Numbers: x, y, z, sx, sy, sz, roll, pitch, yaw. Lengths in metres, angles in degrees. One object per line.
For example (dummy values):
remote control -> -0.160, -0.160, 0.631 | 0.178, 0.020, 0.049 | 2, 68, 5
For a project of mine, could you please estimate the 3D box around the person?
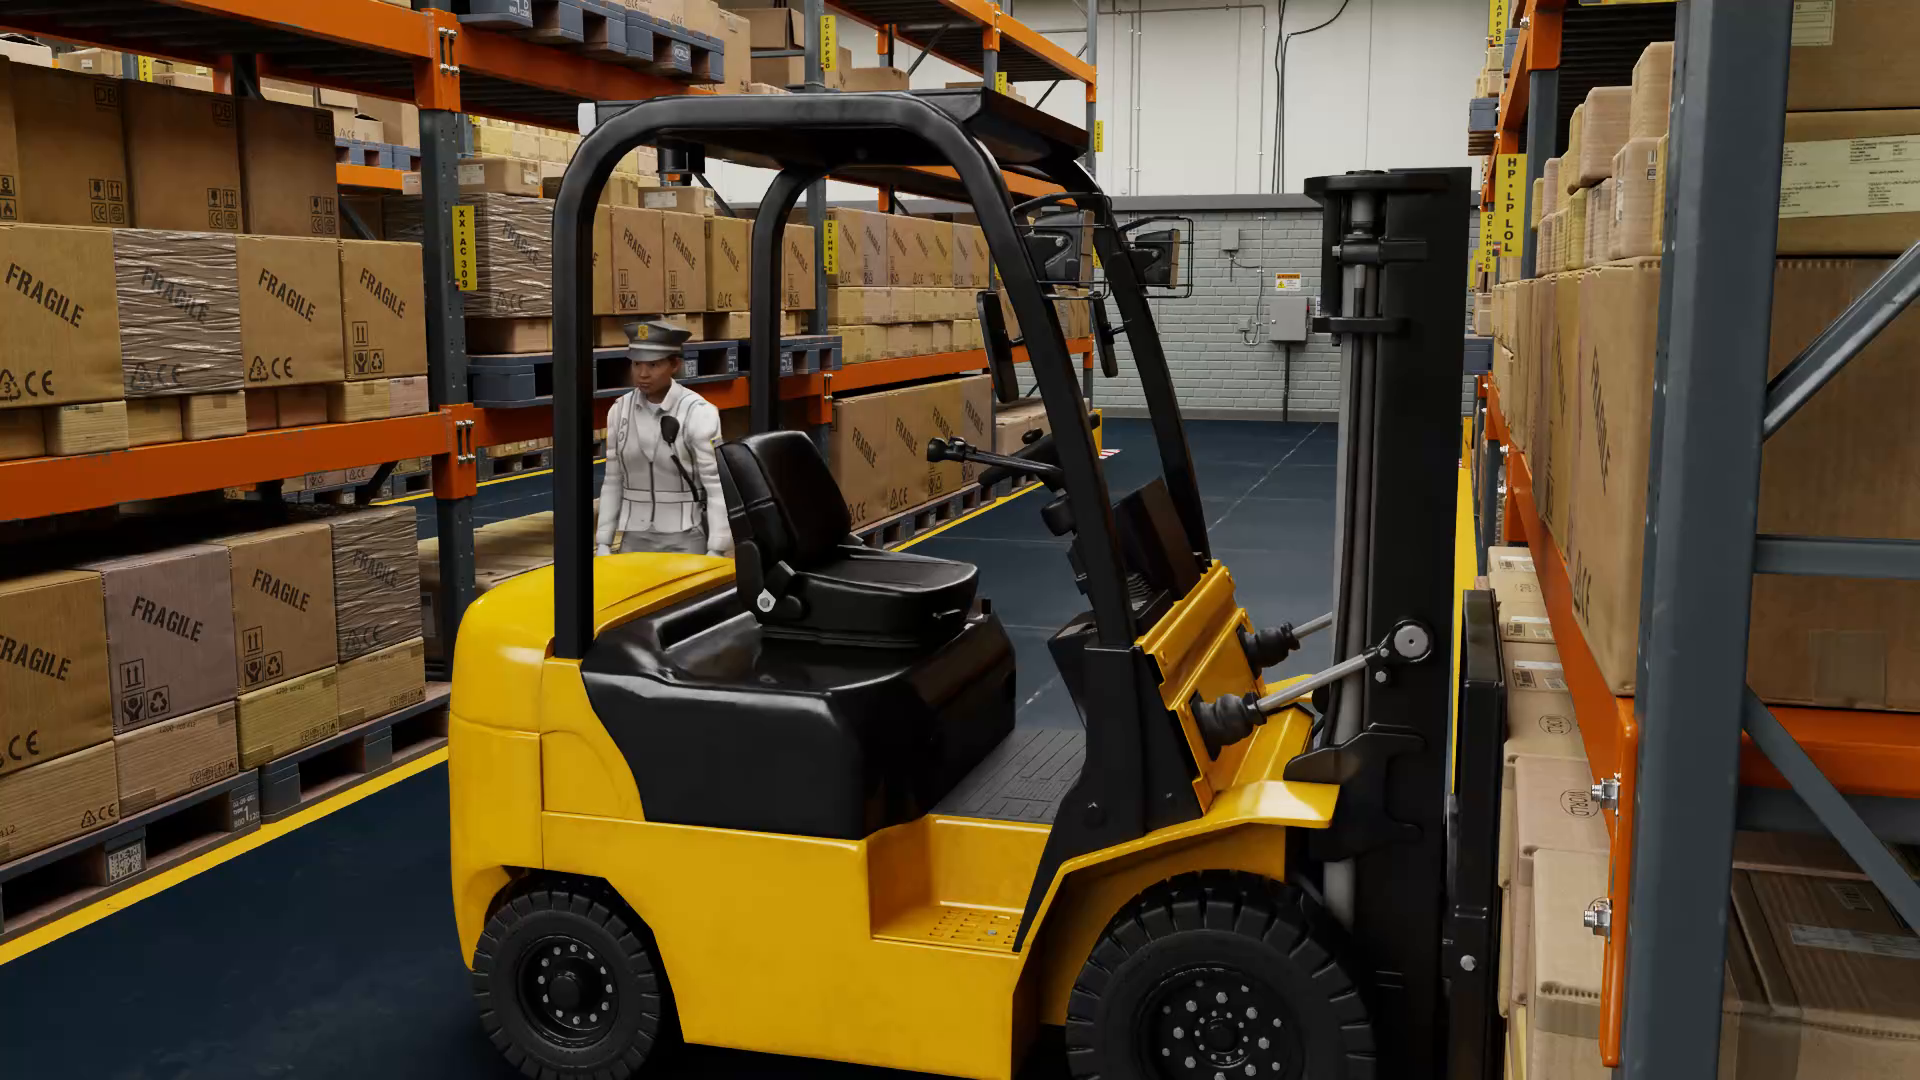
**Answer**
person -> -1.082, 0.042, 6.040 | 0.530, 1.663, 0.404 | 3, 9, 16
